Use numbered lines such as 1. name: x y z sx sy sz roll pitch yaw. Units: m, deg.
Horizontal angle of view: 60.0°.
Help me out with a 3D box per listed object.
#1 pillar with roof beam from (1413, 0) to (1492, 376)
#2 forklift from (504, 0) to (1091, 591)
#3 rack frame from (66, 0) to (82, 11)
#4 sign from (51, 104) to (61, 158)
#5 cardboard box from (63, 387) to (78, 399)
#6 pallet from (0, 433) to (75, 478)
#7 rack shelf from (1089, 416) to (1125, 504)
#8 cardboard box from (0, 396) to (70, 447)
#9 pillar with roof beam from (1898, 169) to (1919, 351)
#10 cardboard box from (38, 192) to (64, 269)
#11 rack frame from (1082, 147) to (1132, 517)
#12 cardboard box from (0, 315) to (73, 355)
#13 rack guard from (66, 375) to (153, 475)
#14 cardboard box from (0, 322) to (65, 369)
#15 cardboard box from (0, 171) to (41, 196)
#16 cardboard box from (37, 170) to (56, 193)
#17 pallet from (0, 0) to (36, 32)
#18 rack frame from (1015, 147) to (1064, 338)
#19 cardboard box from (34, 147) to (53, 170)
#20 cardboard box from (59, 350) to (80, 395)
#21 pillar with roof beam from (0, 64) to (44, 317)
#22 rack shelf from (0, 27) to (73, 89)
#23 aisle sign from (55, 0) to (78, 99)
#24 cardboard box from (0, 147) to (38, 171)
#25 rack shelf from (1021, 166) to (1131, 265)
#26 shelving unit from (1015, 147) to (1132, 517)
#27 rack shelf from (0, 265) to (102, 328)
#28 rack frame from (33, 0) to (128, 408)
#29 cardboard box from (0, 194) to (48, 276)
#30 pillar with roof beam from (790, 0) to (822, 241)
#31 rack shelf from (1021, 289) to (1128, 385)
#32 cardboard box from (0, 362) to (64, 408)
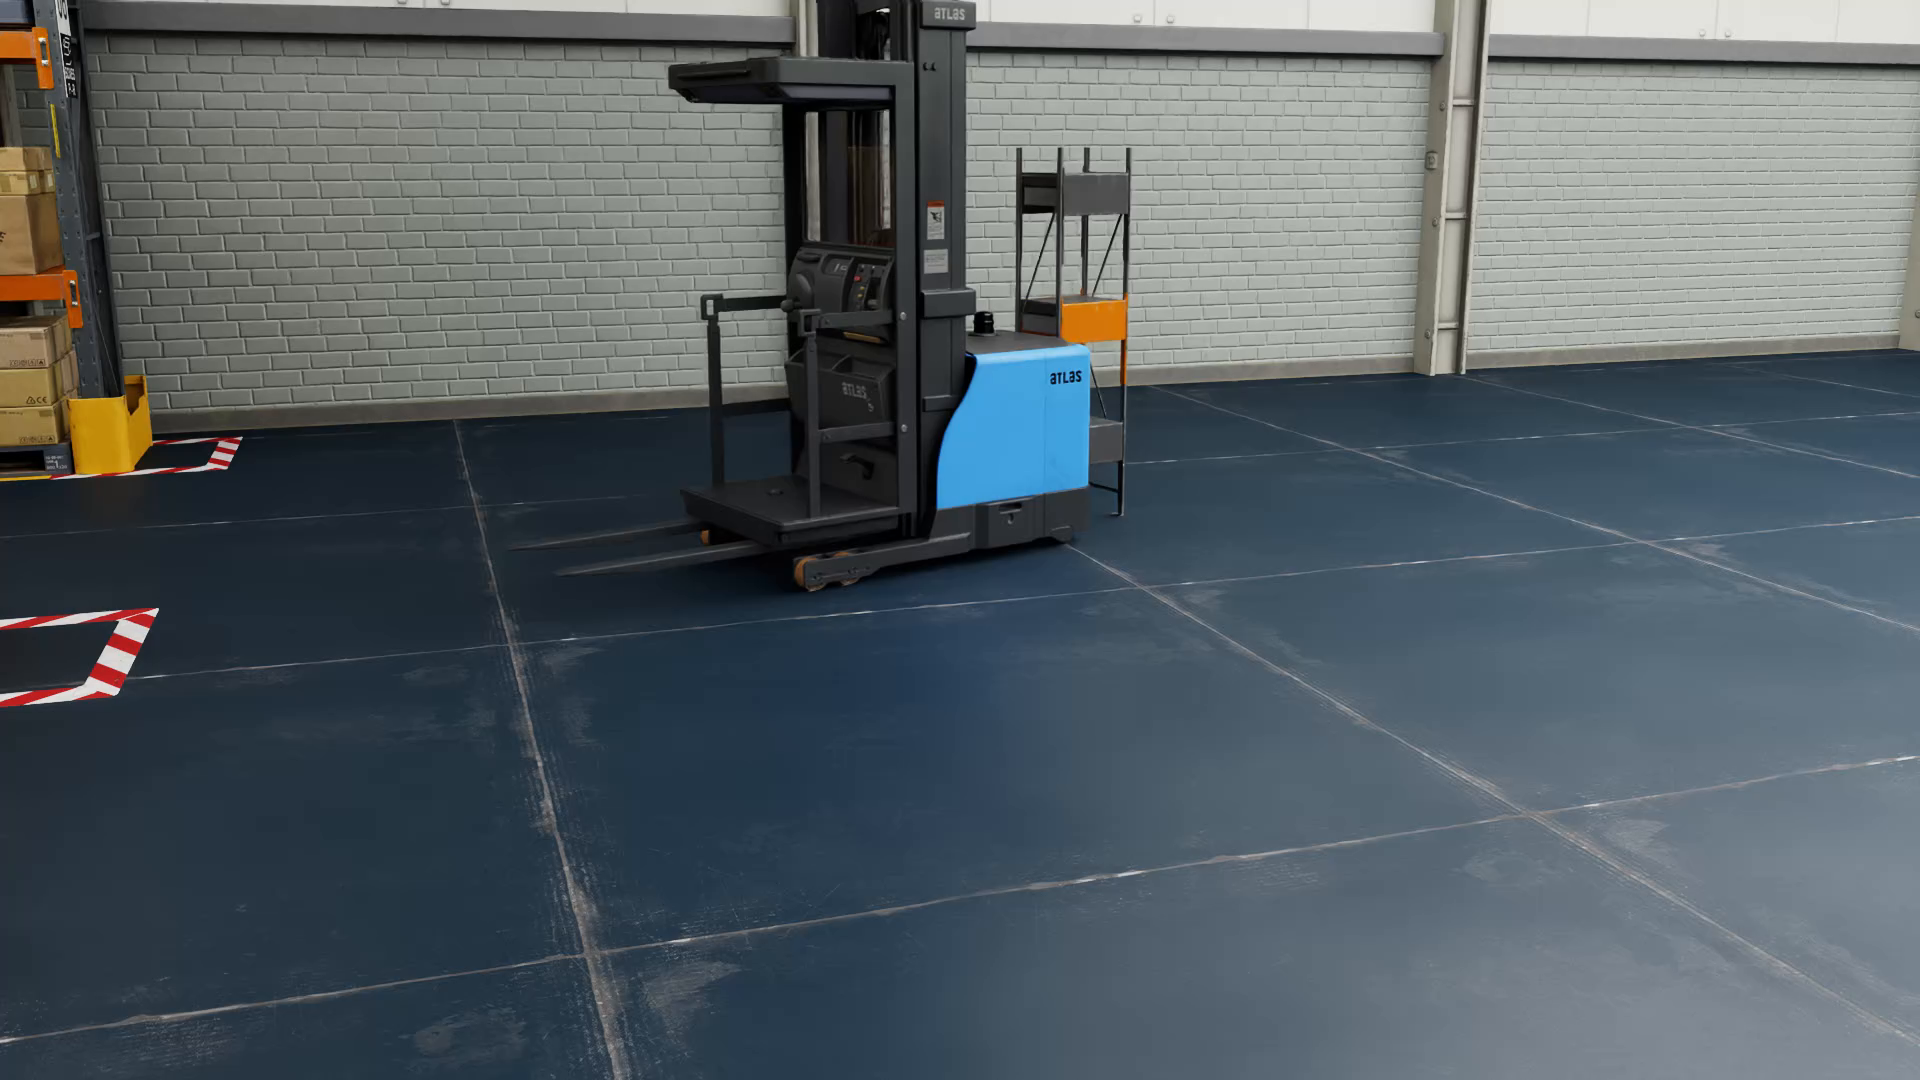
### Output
1. pillar with roof beam: 5.933 -5.028 10.835 0.400 9.000 9.100 -4 14 -18
2. forklift: -0.781 -1.315 8.339 3.031 2.935 1.130 -9 16 -34
3. rack frame: -5.866 -4.940 10.466 0.127 3.000 1.000 -4 14 -18
4. sign: -5.707 -2.580 10.494 0.005 0.325 0.100 -4 14 -18
5. cardboard box: -6.394 -0.895 11.458 0.500 0.250 0.500 -4 14 -18
6. pallet: -6.578 -0.600 11.207 1.213 0.211 1.003 -4 14 -18
7. rack shelf: 0.635 -0.467 9.651 0.480 0.518 0.431 -9 16 -34
8. cardboard box: -6.211 -0.784 10.993 0.500 0.250 0.500 -4 14 -18
9. pillar with roof beam: 11.619 -5.471 12.696 0.400 9.000 9.100 -4 14 -18
10. cardboard box: -6.425 -2.095 11.251 0.500 0.500 0.500 -4 14 -16
11. rack frame: 0.834 -1.194 9.624 0.015 2.100 0.400 -9 16 -34
12. cardboard box: -6.382 -1.381 11.339 0.500 0.250 0.500 -5 14 -19
13. rack guard: -5.844 -0.807 11.457 0.348 0.500 1.175 -4 14 -18
14. cardboard box: -6.203 -1.272 10.883 0.500 0.250 0.500 -4 14 -16
15. cardboard box: -6.106 -2.299 10.707 0.250 0.149 0.380 -4 14 -17
16. cardboard box: -6.271 -2.418 11.207 0.250 0.149 0.380 -5 14 -20
17. pallet: -6.545 -3.391 10.628 1.213 0.211 1.003 -4 14 -18
18. rack frame: 0.436 -1.128 9.348 0.015 2.100 0.400 -9 16 -34
19. cardboard box: -6.253 -2.553 11.132 0.250 0.149 0.380 -5 14 -19
20. cardboard box: -6.378 -1.142 11.417 0.500 0.250 0.500 -4 14 -17
21. pillar with roof beam: -5.441 -4.142 7.111 0.400 9.000 9.100 -4 14 -18
22. rack shelf: -7.762 -2.983 10.276 4.000 0.370 1.077 -4 14 -18
23. aisle sign: -5.710 -3.227 10.609 0.004 0.787 0.394 -4 14 -18
24. cardboard box: -6.139 -2.458 10.734 0.250 0.149 0.380 -4 14 -18
25. rack shelf: 0.635 -1.829 9.327 0.480 0.518 0.431 -9 16 -34
26. shelving unit: 0.635 -1.161 9.486 0.503 2.100 0.431 -9 16 -34
27. rack shelf: -7.762 -1.524 10.623 4.000 0.370 1.077 -4 14 -18
28. rack frame: -5.866 -2.022 11.160 0.127 3.000 1.000 -4 14 -18
29. cardboard box: -6.249 -1.976 10.754 0.500 0.500 0.500 -5 14 -19
30. pillar with roof beam: 0.246 -4.585 8.973 0.400 9.000 9.100 -4 14 -18
31. rack shelf: 0.635 -1.148 9.489 0.480 0.518 0.431 -9 16 -34
32. cardboard box: -6.228 -1.027 10.933 0.500 0.250 0.500 -5 14 -19
